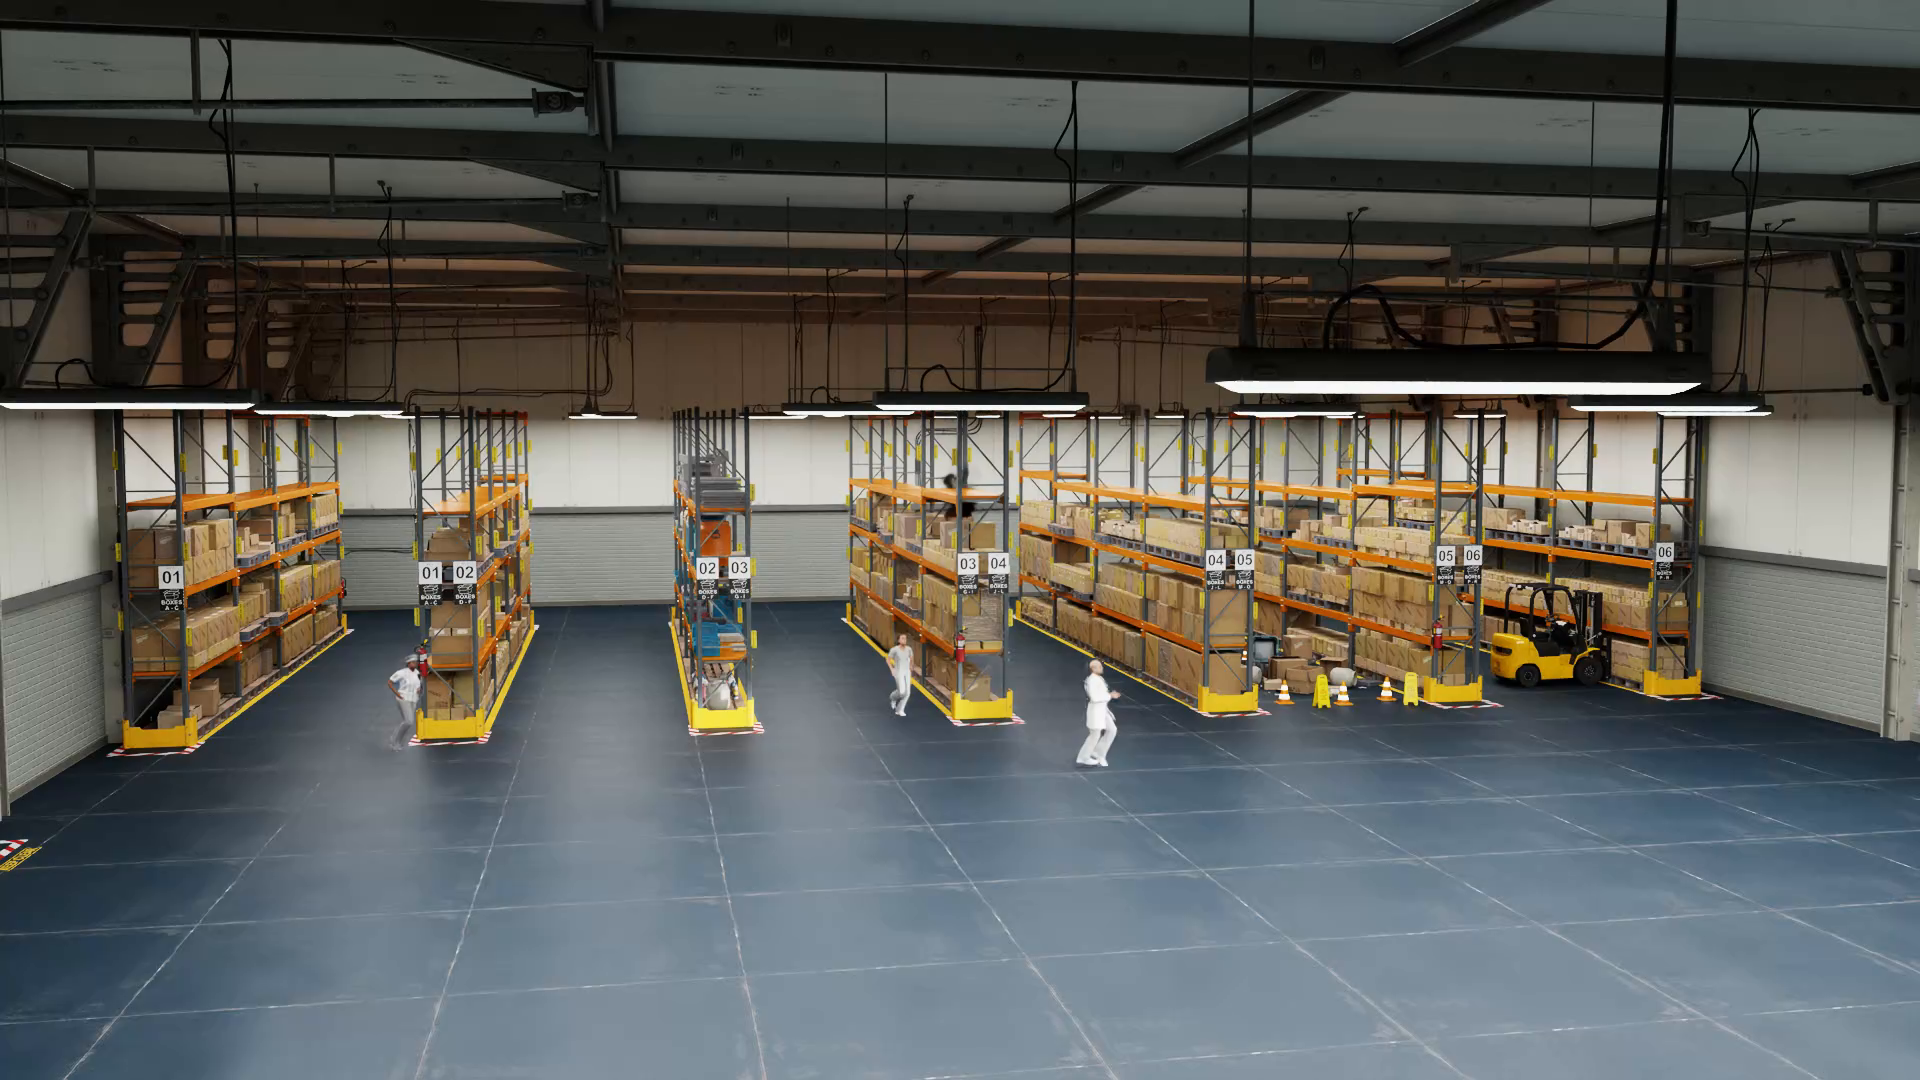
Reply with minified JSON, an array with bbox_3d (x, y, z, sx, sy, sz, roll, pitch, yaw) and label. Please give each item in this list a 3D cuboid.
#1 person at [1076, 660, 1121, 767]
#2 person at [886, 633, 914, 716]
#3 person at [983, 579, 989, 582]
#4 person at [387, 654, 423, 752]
[{"bbox_3d":[2.306,2.889,27.512,0.755,1.814,0.688,1,4,18],"label":"person"},{"bbox_3d":[-1.133,2.614,32.372,0.550,1.621,0.557,-2,5,-26],"label":"person"},{"bbox_3d":[0.875,1.377,49.073,0.692,1.712,0.599,4,6,44],"label":"person"},{"bbox_3d":[-9.662,2.837,29.061,0.604,1.693,0.587,2,5,28],"label":"person"}]
